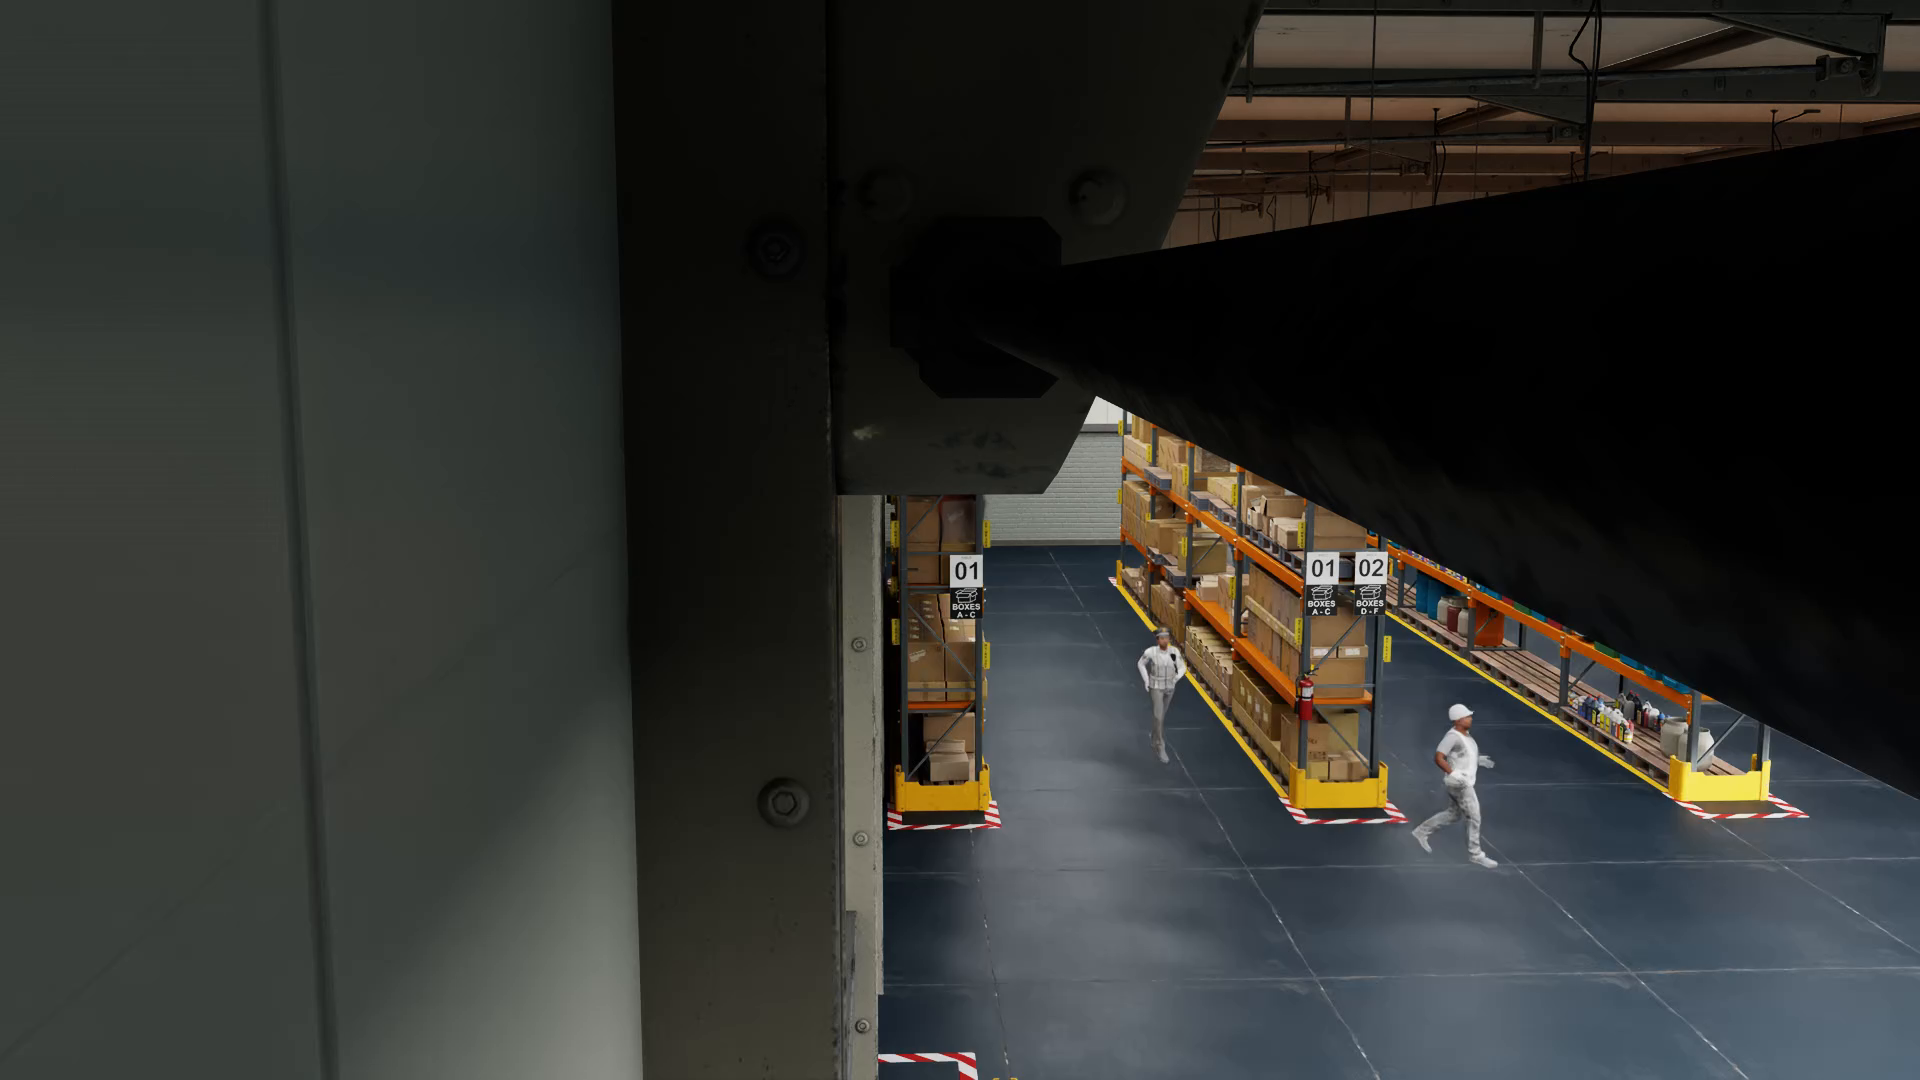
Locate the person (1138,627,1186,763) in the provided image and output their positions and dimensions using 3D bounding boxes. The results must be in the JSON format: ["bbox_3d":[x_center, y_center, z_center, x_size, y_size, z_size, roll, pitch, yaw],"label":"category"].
[{"bbox_3d":[2.674,1.989,21.963,0.605,1.765,0.746,-2,9,-13],"label":"person"}]

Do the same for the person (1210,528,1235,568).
[{"bbox_3d":[5.660,0.114,36.320,0.702,1.747,0.908,-6,10,-34],"label":"person"}]

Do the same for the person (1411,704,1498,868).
[{"bbox_3d":[5.458,2.676,18.261,0.938,1.782,0.682,3,9,20],"label":"person"}]
